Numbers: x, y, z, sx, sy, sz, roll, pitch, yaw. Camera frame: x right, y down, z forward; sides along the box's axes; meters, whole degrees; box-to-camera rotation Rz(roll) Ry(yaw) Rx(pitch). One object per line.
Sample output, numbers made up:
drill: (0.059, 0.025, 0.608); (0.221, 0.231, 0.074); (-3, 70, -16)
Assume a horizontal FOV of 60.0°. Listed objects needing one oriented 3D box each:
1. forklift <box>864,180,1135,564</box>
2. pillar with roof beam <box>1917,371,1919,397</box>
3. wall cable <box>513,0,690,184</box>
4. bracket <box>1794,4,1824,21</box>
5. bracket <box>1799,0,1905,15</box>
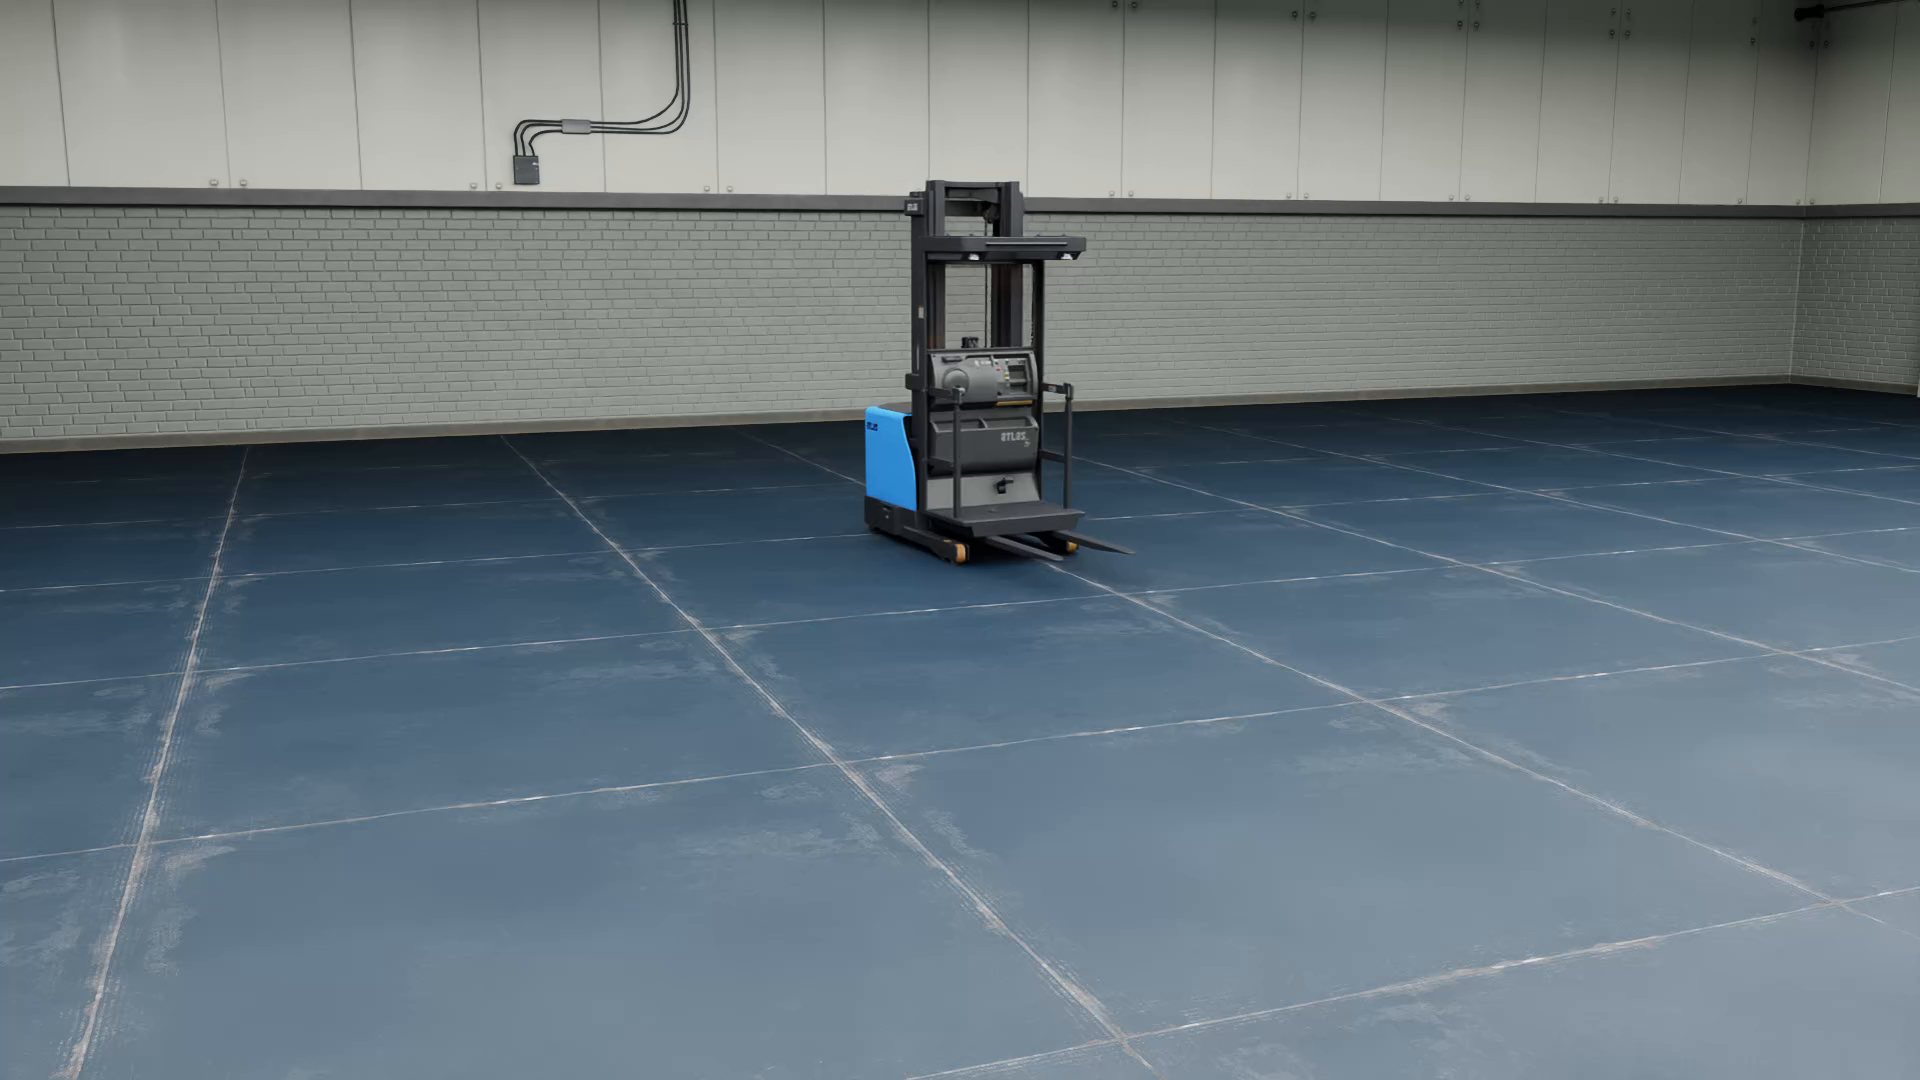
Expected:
forklift: (0.295, -1.342, 13.096); (1.130, 2.935, 3.031); (-5, 11, -27)
pillar with roof beam: (11.728, -6.459, 24.535); (9.100, 9.000, 0.400); (-4, 11, -21)
wall cable: (-4.599, -7.572, 21.082); (2.305, 6.003, 0.169); (-4, 11, -21)
bracket: (14.401, -8.936, 28.185); (0.235, 0.232, 0.430); (-4, 11, -21)
bracket: (14.615, -8.840, 27.643); (0.076, 0.066, 3.189); (-4, 11, -21)
